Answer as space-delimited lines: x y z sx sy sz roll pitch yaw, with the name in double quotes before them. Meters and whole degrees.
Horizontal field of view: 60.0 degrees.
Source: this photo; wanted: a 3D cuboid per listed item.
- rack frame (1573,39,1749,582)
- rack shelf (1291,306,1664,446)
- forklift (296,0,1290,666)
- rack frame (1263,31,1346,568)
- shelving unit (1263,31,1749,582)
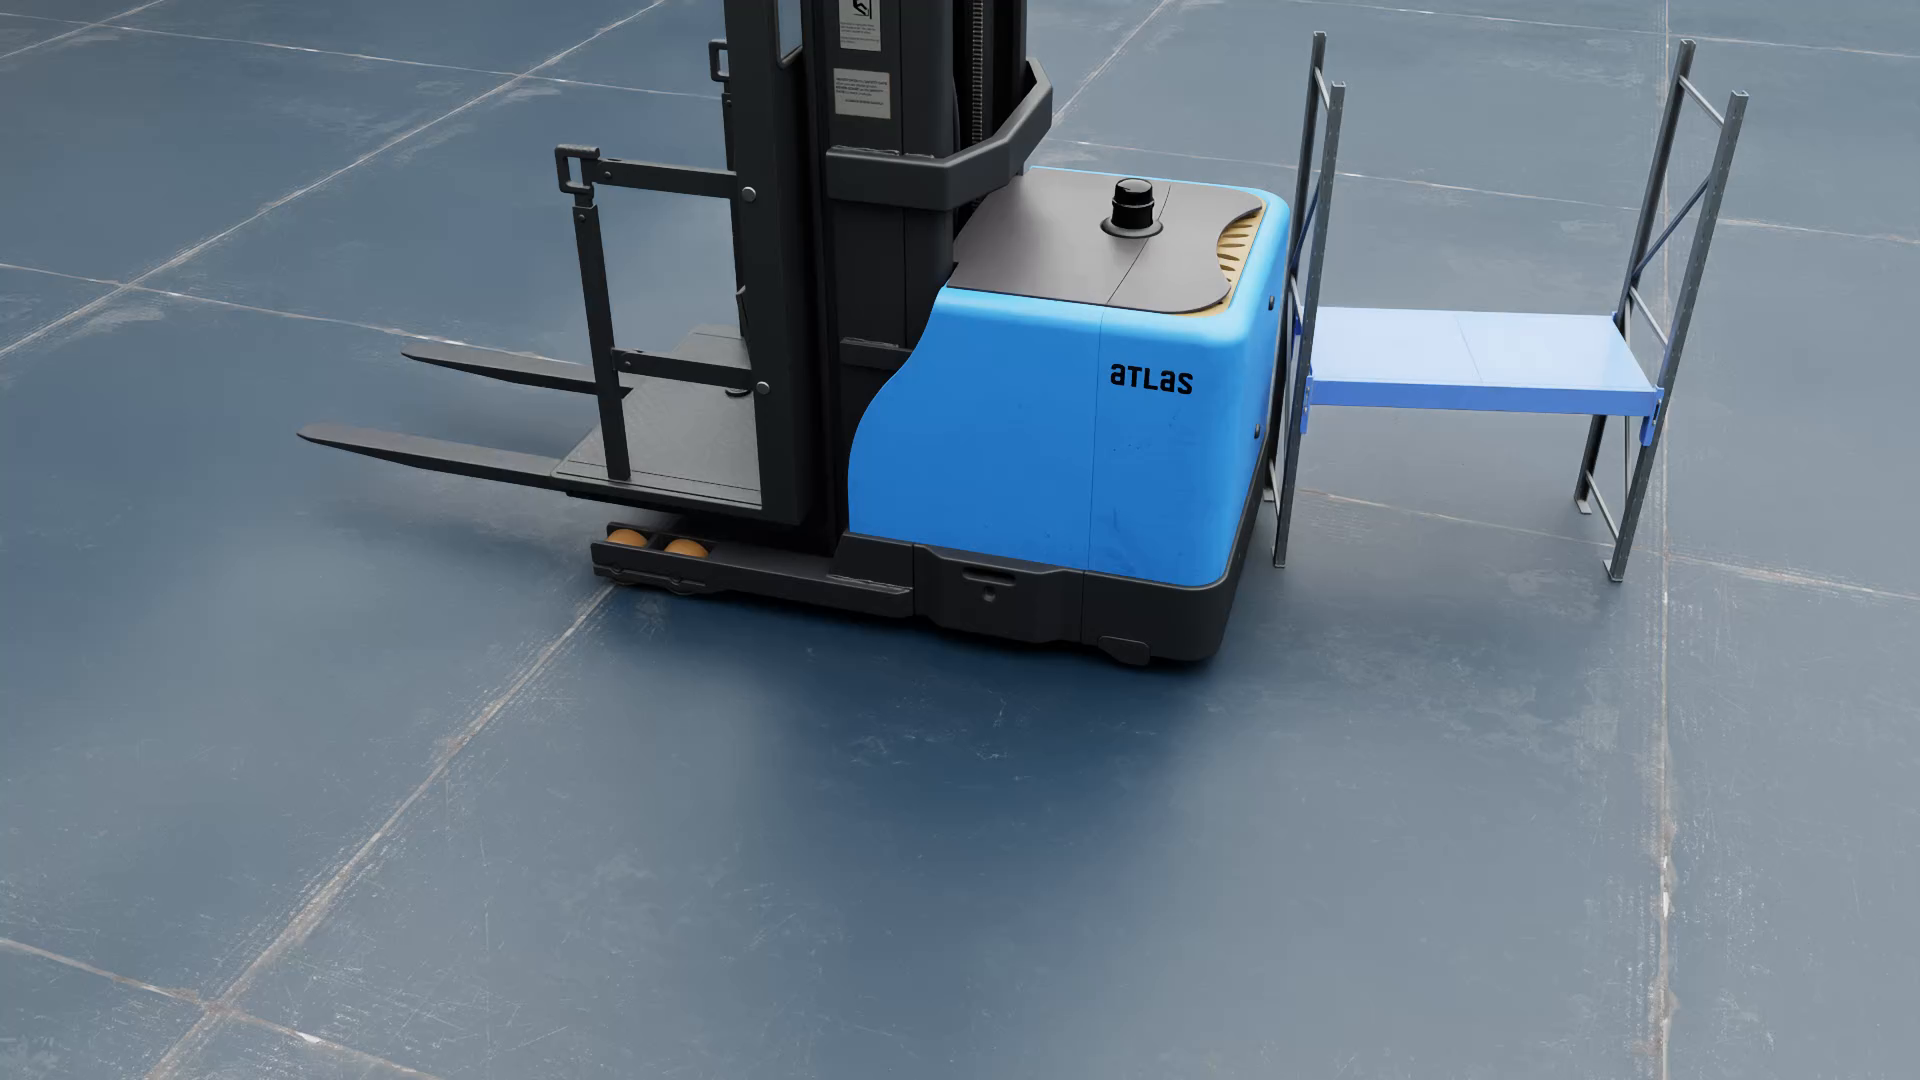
"rack frame" 2.015 -0.637 4.854 0.032 1.500 0.500 2 33 4
"rack shelf" 1.508 -0.507 4.984 1.000 0.185 0.538 2 33 4
"forklift" -0.602 -1.328 4.605 3.031 2.935 1.130 9 34 14
"rack frame" 1.002 -0.679 4.919 0.032 1.500 0.500 2 33 4
"shelving unit" 1.508 -0.658 4.887 1.048 1.500 0.538 2 33 4
